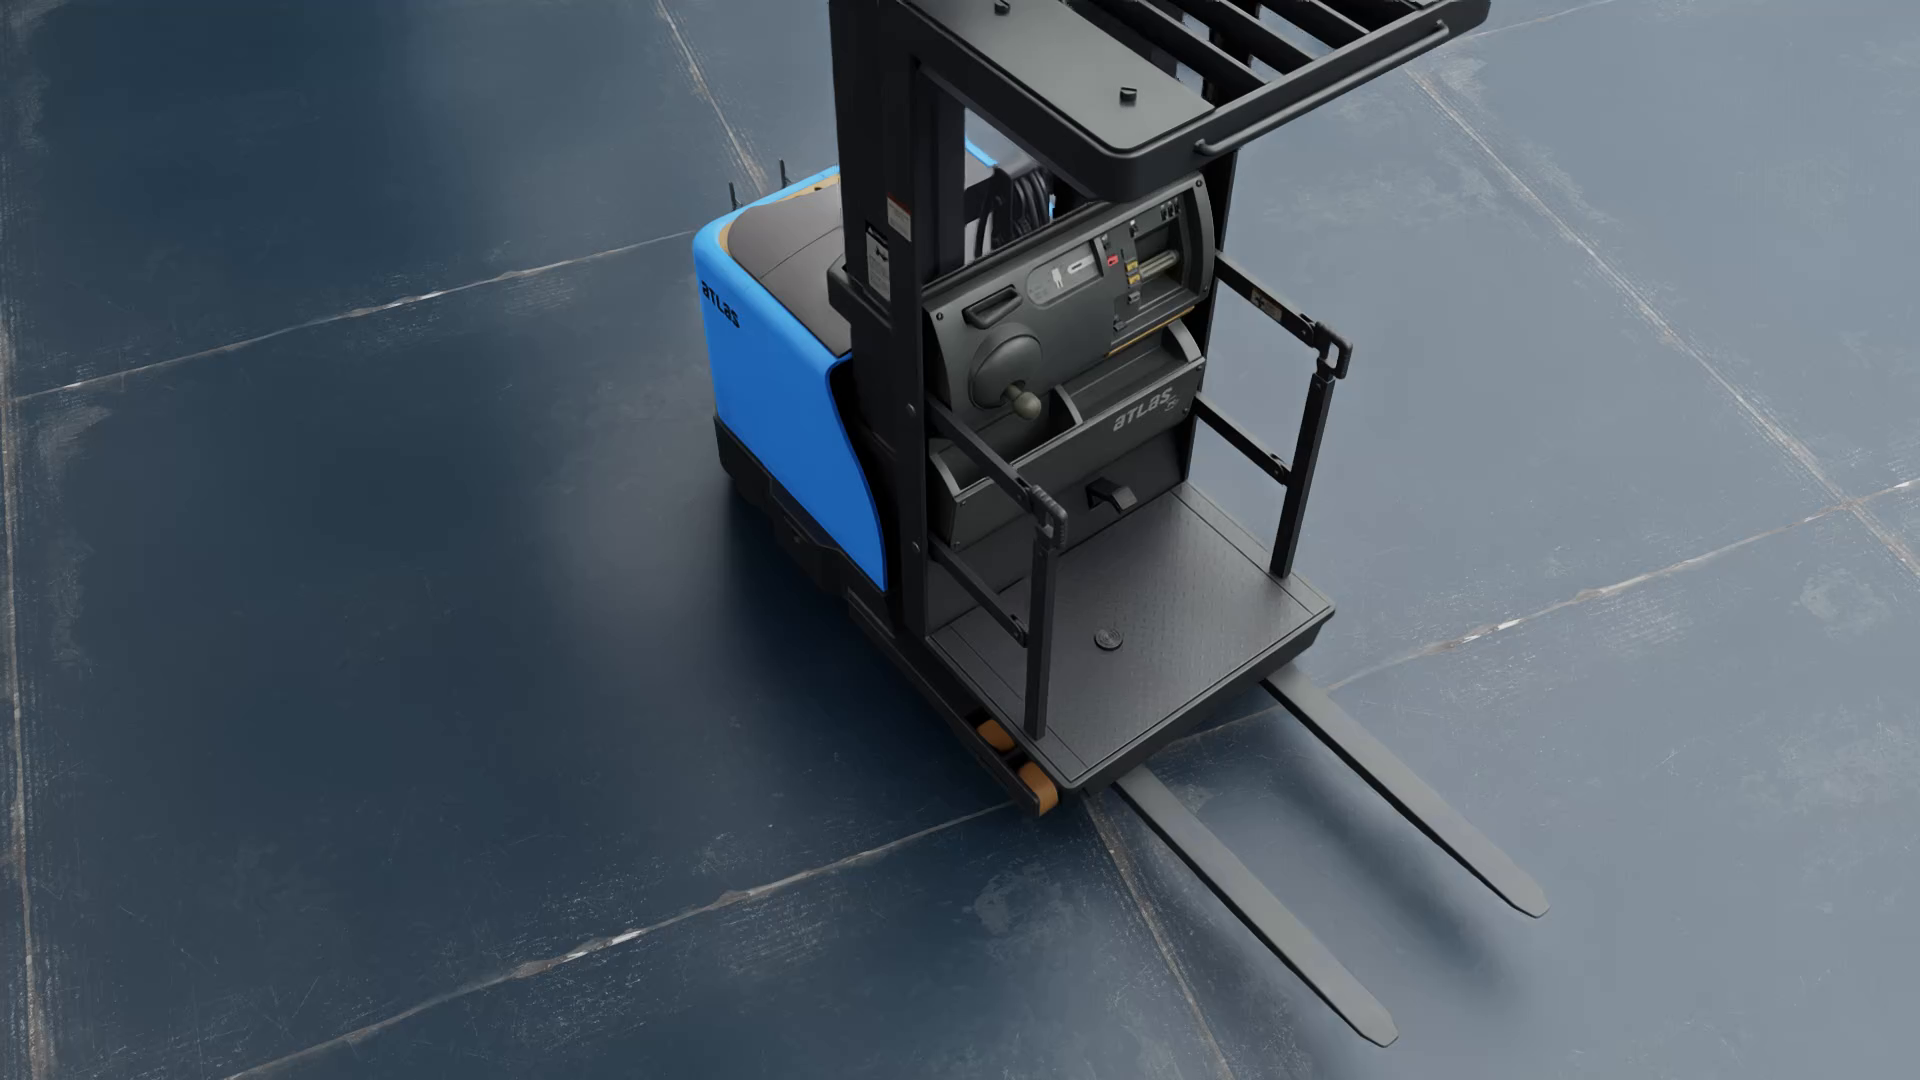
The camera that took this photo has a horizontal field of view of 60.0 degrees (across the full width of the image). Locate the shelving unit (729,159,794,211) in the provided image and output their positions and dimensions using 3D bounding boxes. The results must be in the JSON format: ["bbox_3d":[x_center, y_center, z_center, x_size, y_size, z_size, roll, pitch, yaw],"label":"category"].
[{"bbox_3d":[-0.614,-0.883,5.908,0.210,0.900,0.258,-30,54,-23],"label":"shelving unit"}]

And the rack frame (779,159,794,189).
[{"bbox_3d":[-0.533,-0.930,5.949,0.006,0.900,0.240,-30,54,-23],"label":"rack frame"}]

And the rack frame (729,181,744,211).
[{"bbox_3d":[-0.695,-0.836,5.868,0.006,0.900,0.240,-30,54,-23],"label":"rack frame"}]

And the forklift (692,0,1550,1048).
[{"bbox_3d":[0.444,-0.553,4.293,1.130,2.935,3.031,-30,56,-23],"label":"forklift"}]
